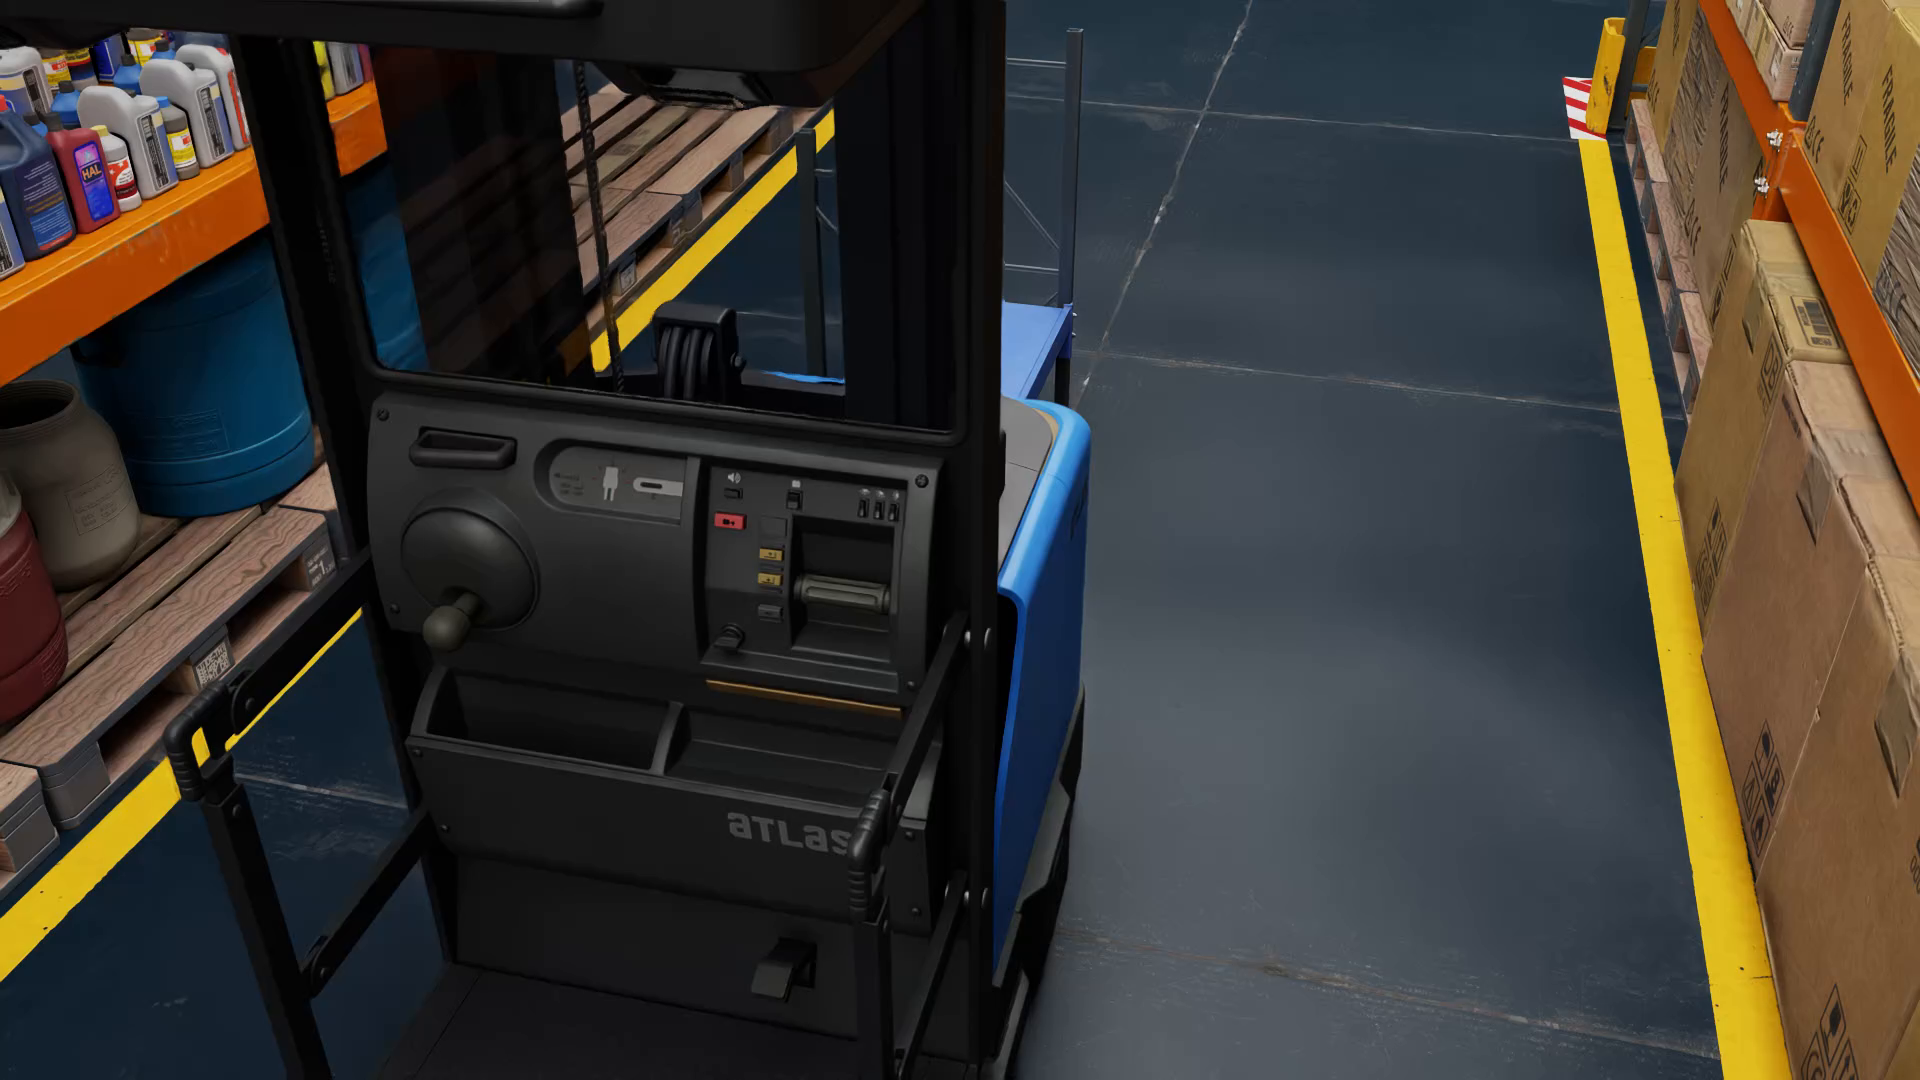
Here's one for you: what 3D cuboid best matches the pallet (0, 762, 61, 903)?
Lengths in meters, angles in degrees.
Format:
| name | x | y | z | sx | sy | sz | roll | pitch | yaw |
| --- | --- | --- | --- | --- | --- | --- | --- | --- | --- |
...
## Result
| name | x | y | z | sx | sy | sz | roll | pitch | yaw |
| --- | --- | --- | --- | --- | --- | --- | --- | --- | --- |
| pallet | -2.834 | 0.887 | 3.657 | 1.003 | 0.211 | 1.213 | 8 | 33 | 12 |

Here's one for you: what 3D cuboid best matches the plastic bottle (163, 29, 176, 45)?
| name | x | y | z | sx | sy | sz | roll | pitch | yaw |
| --- | --- | --- | --- | --- | --- | --- | --- | --- | --- |
| plastic bottle | -2.519 | -1.700 | 5.236 | 0.061 | 0.283 | 0.133 | 8 | 33 | 12 |

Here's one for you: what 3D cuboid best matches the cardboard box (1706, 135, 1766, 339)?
| name | x | y | z | sx | sy | sz | roll | pitch | yaw |
| --- | --- | --- | --- | --- | --- | --- | --- | --- | --- |
| cardboard box | 3.057 | -0.888 | 5.440 | 0.875 | 0.875 | 0.875 | 8 | 33 | 12 |

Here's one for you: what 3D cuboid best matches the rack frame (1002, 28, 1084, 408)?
| name | x | y | z | sx | sy | sz | roll | pitch | yaw |
| --- | --- | --- | --- | --- | --- | --- | --- | --- | --- |
| rack frame | 0.107 | -0.852 | 5.193 | 0.500 | 1.500 | 0.032 | 8 | 33 | 12 |

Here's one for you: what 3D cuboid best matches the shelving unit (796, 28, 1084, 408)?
| name | x | y | z | sx | sy | sz | roll | pitch | yaw |
| --- | --- | --- | --- | --- | --- | --- | --- | --- | --- |
| shelving unit | -0.022 | -0.589 | 4.778 | 0.538 | 1.500 | 1.048 | 8 | 33 | 12 |

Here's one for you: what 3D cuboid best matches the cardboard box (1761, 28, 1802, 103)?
| name | x | y | z | sx | sy | sz | roll | pitch | yaw |
| --- | --- | --- | --- | --- | --- | --- | --- | --- | --- |
| cardboard box | 2.572 | -1.373 | 4.848 | 0.380 | 0.149 | 0.250 | 8 | 33 | 13 |

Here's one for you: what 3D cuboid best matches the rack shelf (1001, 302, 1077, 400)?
| name | x | y | z | sx | sy | sz | roll | pitch | yaw |
| --- | --- | --- | --- | --- | --- | --- | --- | --- | --- |
| rack shelf | -0.022 | -0.437 | 4.875 | 0.538 | 0.185 | 1.000 | 8 | 33 | 12 |

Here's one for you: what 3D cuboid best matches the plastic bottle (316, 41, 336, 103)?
| name | x | y | z | sx | sy | sz | roll | pitch | yaw |
| --- | --- | --- | --- | --- | --- | --- | --- | --- | --- |
| plastic bottle | -1.896 | -1.408 | 4.715 | 0.144 | 0.351 | 0.185 | 8 | 33 | 12 |

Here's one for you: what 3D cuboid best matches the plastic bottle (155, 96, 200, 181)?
| name | x | y | z | sx | sy | sz | roll | pitch | yaw |
| --- | --- | --- | --- | --- | --- | --- | --- | --- | --- |
| plastic bottle | -2.024 | -1.033 | 4.264 | 0.097 | 0.201 | 0.097 | 0 | 32 | 0 |

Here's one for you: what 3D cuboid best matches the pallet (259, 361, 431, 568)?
| name | x | y | z | sx | sy | sz | roll | pitch | yaw |
| --- | --- | --- | --- | --- | --- | --- | --- | --- | --- |
| pallet | -2.215 | -0.379 | 5.649 | 1.003 | 0.211 | 1.213 | 8 | 33 | 12 |

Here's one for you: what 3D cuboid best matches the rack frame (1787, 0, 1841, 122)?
| name | x | y | z | sx | sy | sz | roll | pitch | yaw |
| --- | --- | --- | --- | --- | --- | --- | --- | --- | --- |
| rack frame | 2.812 | -1.276 | 4.461 | 1.000 | 3.000 | 0.127 | 8 | 33 | 12 |

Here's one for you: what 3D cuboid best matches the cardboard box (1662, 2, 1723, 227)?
| name | x | y | z | sx | sy | sz | roll | pitch | yaw |
| --- | --- | --- | --- | --- | --- | --- | --- | --- | --- |
| cardboard box | 3.511 | -1.817 | 6.901 | 0.875 | 0.875 | 0.875 | 8 | 33 | 12 |

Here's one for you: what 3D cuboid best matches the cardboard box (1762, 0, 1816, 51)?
| name | x | y | z | sx | sy | sz | roll | pitch | yaw |
| --- | --- | --- | --- | --- | --- | --- | --- | --- | --- |
| cardboard box | 2.670 | -1.603 | 4.838 | 0.500 | 0.250 | 0.500 | 7 | 33 | 11 |

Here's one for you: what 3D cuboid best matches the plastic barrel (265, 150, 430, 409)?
| name | x | y | z | sx | sy | sz | roll | pitch | yaw |
| --- | --- | --- | --- | --- | --- | --- | --- | --- | --- |
| plastic barrel | -2.134 | -0.962 | 5.532 | 0.600 | 0.901 | 0.708 | 8 | 33 | 12 |

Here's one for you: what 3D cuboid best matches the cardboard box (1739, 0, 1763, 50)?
| name | x | y | z | sx | sy | sz | roll | pitch | yaw |
| --- | --- | --- | --- | --- | --- | --- | --- | --- | --- |
| cardboard box | 2.703 | -1.640 | 5.267 | 0.380 | 0.149 | 0.250 | 7 | 33 | 12 |

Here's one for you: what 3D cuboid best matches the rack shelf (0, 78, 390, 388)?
| name | x | y | z | sx | sy | sz | roll | pitch | yaw |
| --- | --- | --- | --- | --- | --- | --- | --- | --- | --- |
| rack shelf | -2.487 | -0.609 | 4.082 | 1.077 | 0.370 | 4.000 | 8 | 33 | 12 |

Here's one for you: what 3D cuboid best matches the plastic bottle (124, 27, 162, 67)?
| name | x | y | z | sx | sy | sz | roll | pitch | yaw |
| --- | --- | --- | --- | --- | --- | --- | --- | --- | --- |
| plastic bottle | -2.432 | -1.481 | 4.969 | 0.097 | 0.201 | 0.097 | 0 | 32 | 0 |

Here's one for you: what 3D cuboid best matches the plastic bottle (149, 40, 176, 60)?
| name | x | y | z | sx | sy | sz | roll | pitch | yaw |
| --- | --- | --- | --- | --- | --- | --- | --- | --- | --- |
| plastic bottle | -2.112 | -1.204 | 4.467 | 0.097 | 0.271 | 0.097 | 0 | 32 | 0 |

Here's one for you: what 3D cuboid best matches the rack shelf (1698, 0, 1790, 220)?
| name | x | y | z | sx | sy | sz | roll | pitch | yaw |
| --- | --- | --- | --- | --- | --- | --- | --- | --- | --- |
| rack shelf | 3.319 | -2.010 | 6.287 | 1.077 | 0.370 | 4.000 | 8 | 33 | 12 |

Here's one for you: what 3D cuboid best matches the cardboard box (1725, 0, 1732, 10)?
| name | x | y | z | sx | sy | sz | roll | pitch | yaw |
| --- | --- | --- | --- | --- | --- | --- | --- | --- | --- |
| cardboard box | 2.833 | -1.907 | 5.688 | 0.380 | 0.149 | 0.250 | 9 | 33 | 13 |

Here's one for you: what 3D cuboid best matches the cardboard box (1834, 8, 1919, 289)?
| name | x | y | z | sx | sy | sz | roll | pitch | yaw |
| --- | --- | --- | --- | --- | --- | --- | --- | --- | --- |
| cardboard box | 2.327 | -0.852 | 3.702 | 0.500 | 0.500 | 0.500 | 8 | 33 | 12 |

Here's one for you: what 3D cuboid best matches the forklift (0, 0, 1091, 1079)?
| name | x | y | z | sx | sy | sz | roll | pitch | yaw |
| --- | --- | --- | --- | --- | --- | --- | --- | --- | --- |
| forklift | -0.538 | 0.070 | 2.408 | 1.130 | 2.935 | 3.031 | 7 | 33 | 11 |

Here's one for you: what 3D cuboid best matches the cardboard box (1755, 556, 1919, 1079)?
| name | x | y | z | sx | sy | sz | roll | pitch | yaw |
| --- | --- | --- | --- | --- | --- | --- | --- | --- | --- |
| cardboard box | 2.226 | 0.702 | 2.938 | 1.225 | 0.875 | 0.875 | 8 | 33 | 13 |

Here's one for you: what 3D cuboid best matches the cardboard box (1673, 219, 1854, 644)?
| name | x | y | z | sx | sy | sz | roll | pitch | yaw |
| --- | --- | --- | --- | --- | --- | --- | --- | --- | --- |
| cardboard box | 2.669 | -0.222 | 4.392 | 1.225 | 0.875 | 0.875 | 8 | 33 | 13 |

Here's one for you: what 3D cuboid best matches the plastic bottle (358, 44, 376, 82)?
| name | x | y | z | sx | sy | sz | roll | pitch | yaw |
| --- | --- | --- | --- | --- | --- | --- | --- | --- | --- |
| plastic bottle | -1.781 | -1.526 | 4.964 | 0.061 | 0.283 | 0.133 | 8 | 33 | 12 |

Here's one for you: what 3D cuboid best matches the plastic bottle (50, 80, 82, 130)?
| name | x | y | z | sx | sy | sz | roll | pitch | yaw |
| --- | --- | --- | --- | --- | --- | --- | --- | --- | --- |
| plastic bottle | -2.205 | -1.013 | 4.168 | 0.097 | 0.271 | 0.097 | 0 | 32 | 0 |

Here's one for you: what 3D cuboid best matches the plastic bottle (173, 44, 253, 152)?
| name | x | y | z | sx | sy | sz | roll | pitch | yaw |
| --- | --- | --- | --- | --- | --- | --- | --- | --- | --- |
| plastic bottle | -1.987 | -1.198 | 4.454 | 0.152 | 0.276 | 0.135 | 8 | 33 | 12 |

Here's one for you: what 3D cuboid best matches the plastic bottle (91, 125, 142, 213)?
| name | x | y | z | sx | sy | sz | roll | pitch | yaw |
| --- | --- | --- | --- | --- | --- | --- | --- | --- | --- |
| plastic bottle | -2.083 | -0.913 | 4.075 | 0.097 | 0.201 | 0.097 | 0 | 32 | 0 |

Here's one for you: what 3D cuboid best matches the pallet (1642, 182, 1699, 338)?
| name | x | y | z | sx | sy | sz | roll | pitch | yaw |
| --- | --- | --- | --- | --- | --- | --- | --- | --- | --- |
| pallet | 3.388 | -1.118 | 6.812 | 1.003 | 0.211 | 1.213 | 8 | 33 | 12 |

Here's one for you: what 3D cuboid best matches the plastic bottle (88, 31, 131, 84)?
| name | x | y | z | sx | sy | sz | roll | pitch | yaw |
| --- | --- | --- | --- | --- | --- | --- | --- | --- | --- |
| plastic bottle | -2.558 | -1.520 | 4.960 | 0.152 | 0.276 | 0.135 | 8 | 33 | 12 |

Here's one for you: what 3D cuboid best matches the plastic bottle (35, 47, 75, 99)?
| name | x | y | z | sx | sy | sz | roll | pitch | yaw |
| --- | --- | --- | --- | --- | --- | --- | --- | --- | --- |
| plastic bottle | -2.638 | -1.381 | 4.812 | 0.097 | 0.201 | 0.097 | 0 | 32 | 0 |

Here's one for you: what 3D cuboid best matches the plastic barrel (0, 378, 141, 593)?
| name | x | y | z | sx | sy | sz | roll | pitch | yaw |
| --- | --- | --- | --- | --- | --- | --- | --- | --- | --- |
| plastic barrel | -2.543 | -0.149 | 4.616 | 0.421 | 0.512 | 0.421 | 0 | 32 | 0 |

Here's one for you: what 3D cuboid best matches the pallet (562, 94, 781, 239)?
| name | x | y | z | sx | sy | sz | roll | pitch | yaw |
| --- | --- | --- | --- | --- | --- | --- | --- | --- | --- |
| pallet | -1.522 | -1.795 | 7.878 | 1.003 | 0.211 | 1.213 | 8 | 33 | 12 |

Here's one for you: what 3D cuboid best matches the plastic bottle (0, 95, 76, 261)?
| name | x | y | z | sx | sy | sz | roll | pitch | yaw |
| --- | --- | --- | --- | --- | --- | --- | --- | --- | --- |
| plastic bottle | -2.175 | -0.836 | 3.816 | 0.144 | 0.351 | 0.185 | 8 | 33 | 12 |
